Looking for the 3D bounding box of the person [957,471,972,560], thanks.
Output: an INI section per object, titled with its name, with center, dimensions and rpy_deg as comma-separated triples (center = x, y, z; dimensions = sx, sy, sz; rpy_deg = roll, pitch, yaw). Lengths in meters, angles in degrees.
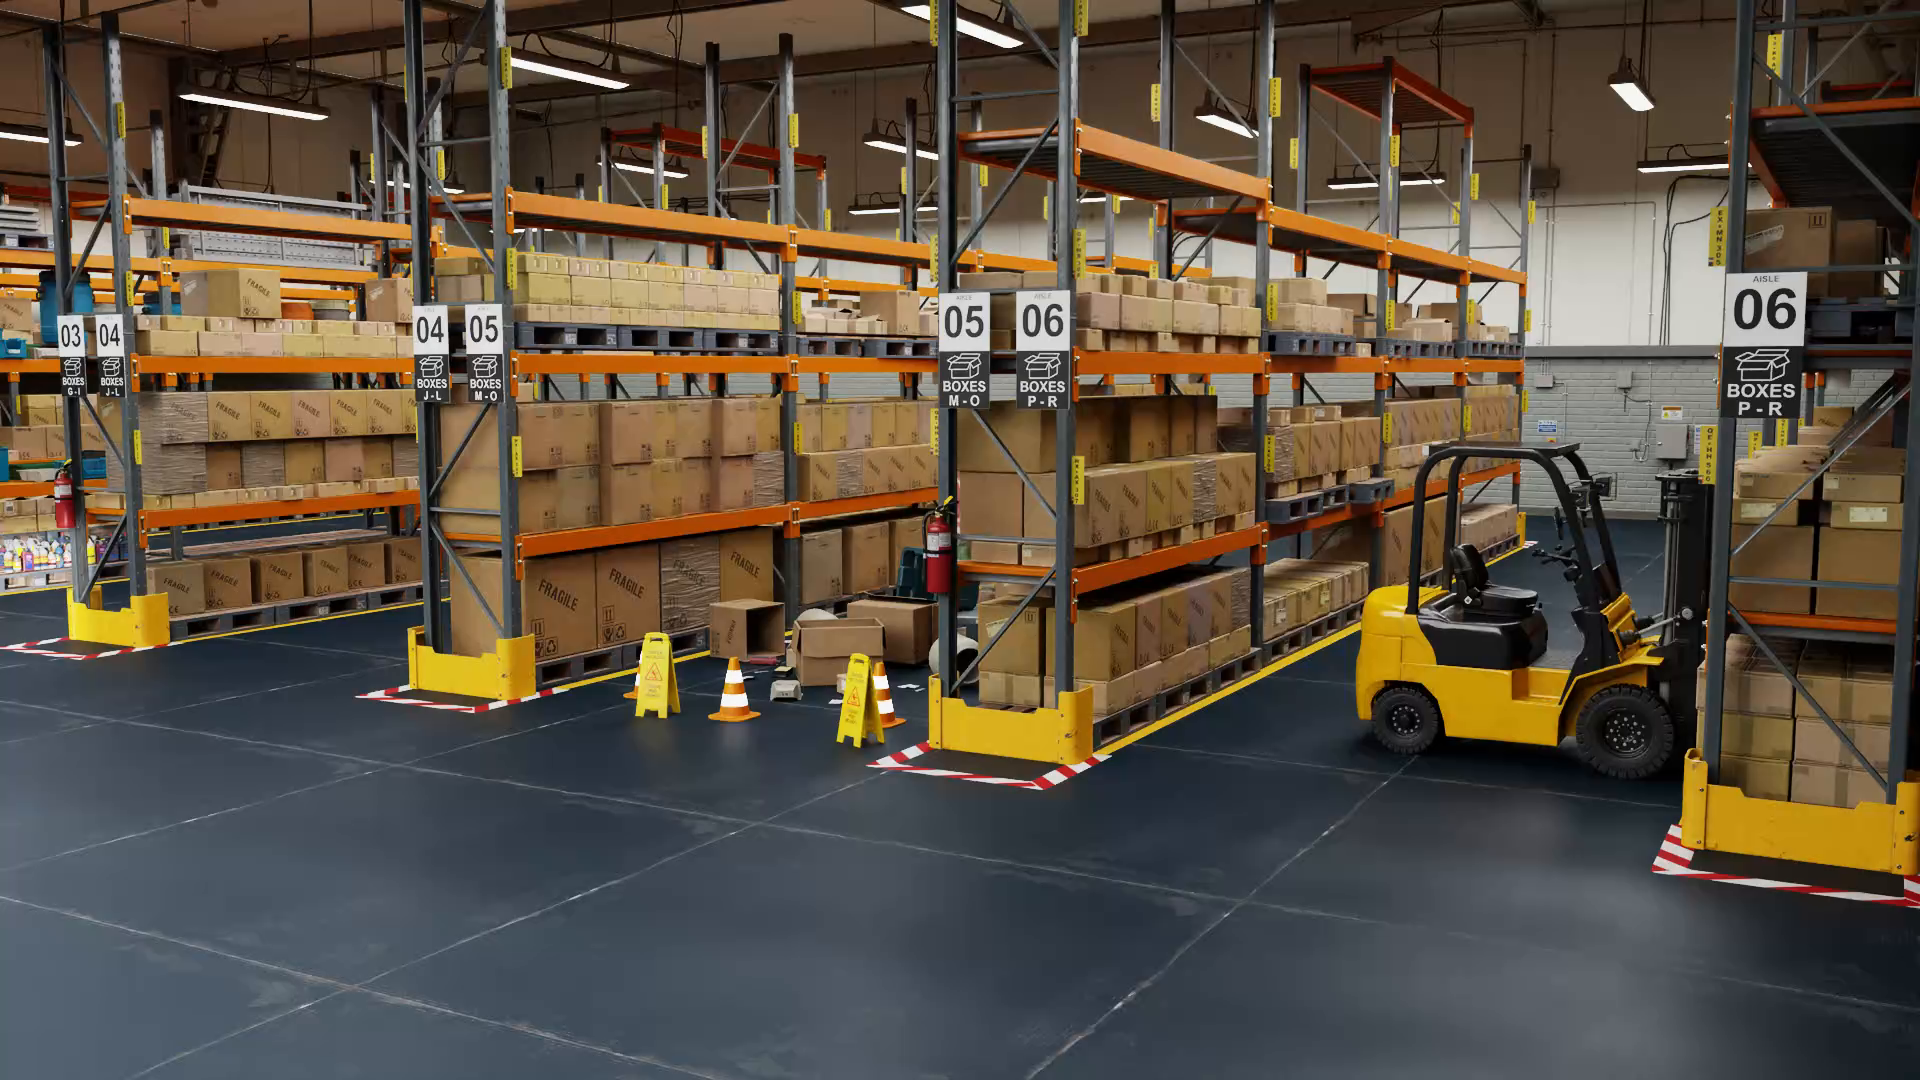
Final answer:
[person]
center = 0.082, -0.080, 18.155
dimensions = 0.564, 1.788, 0.624
rpy_deg = 3, 7, 29
